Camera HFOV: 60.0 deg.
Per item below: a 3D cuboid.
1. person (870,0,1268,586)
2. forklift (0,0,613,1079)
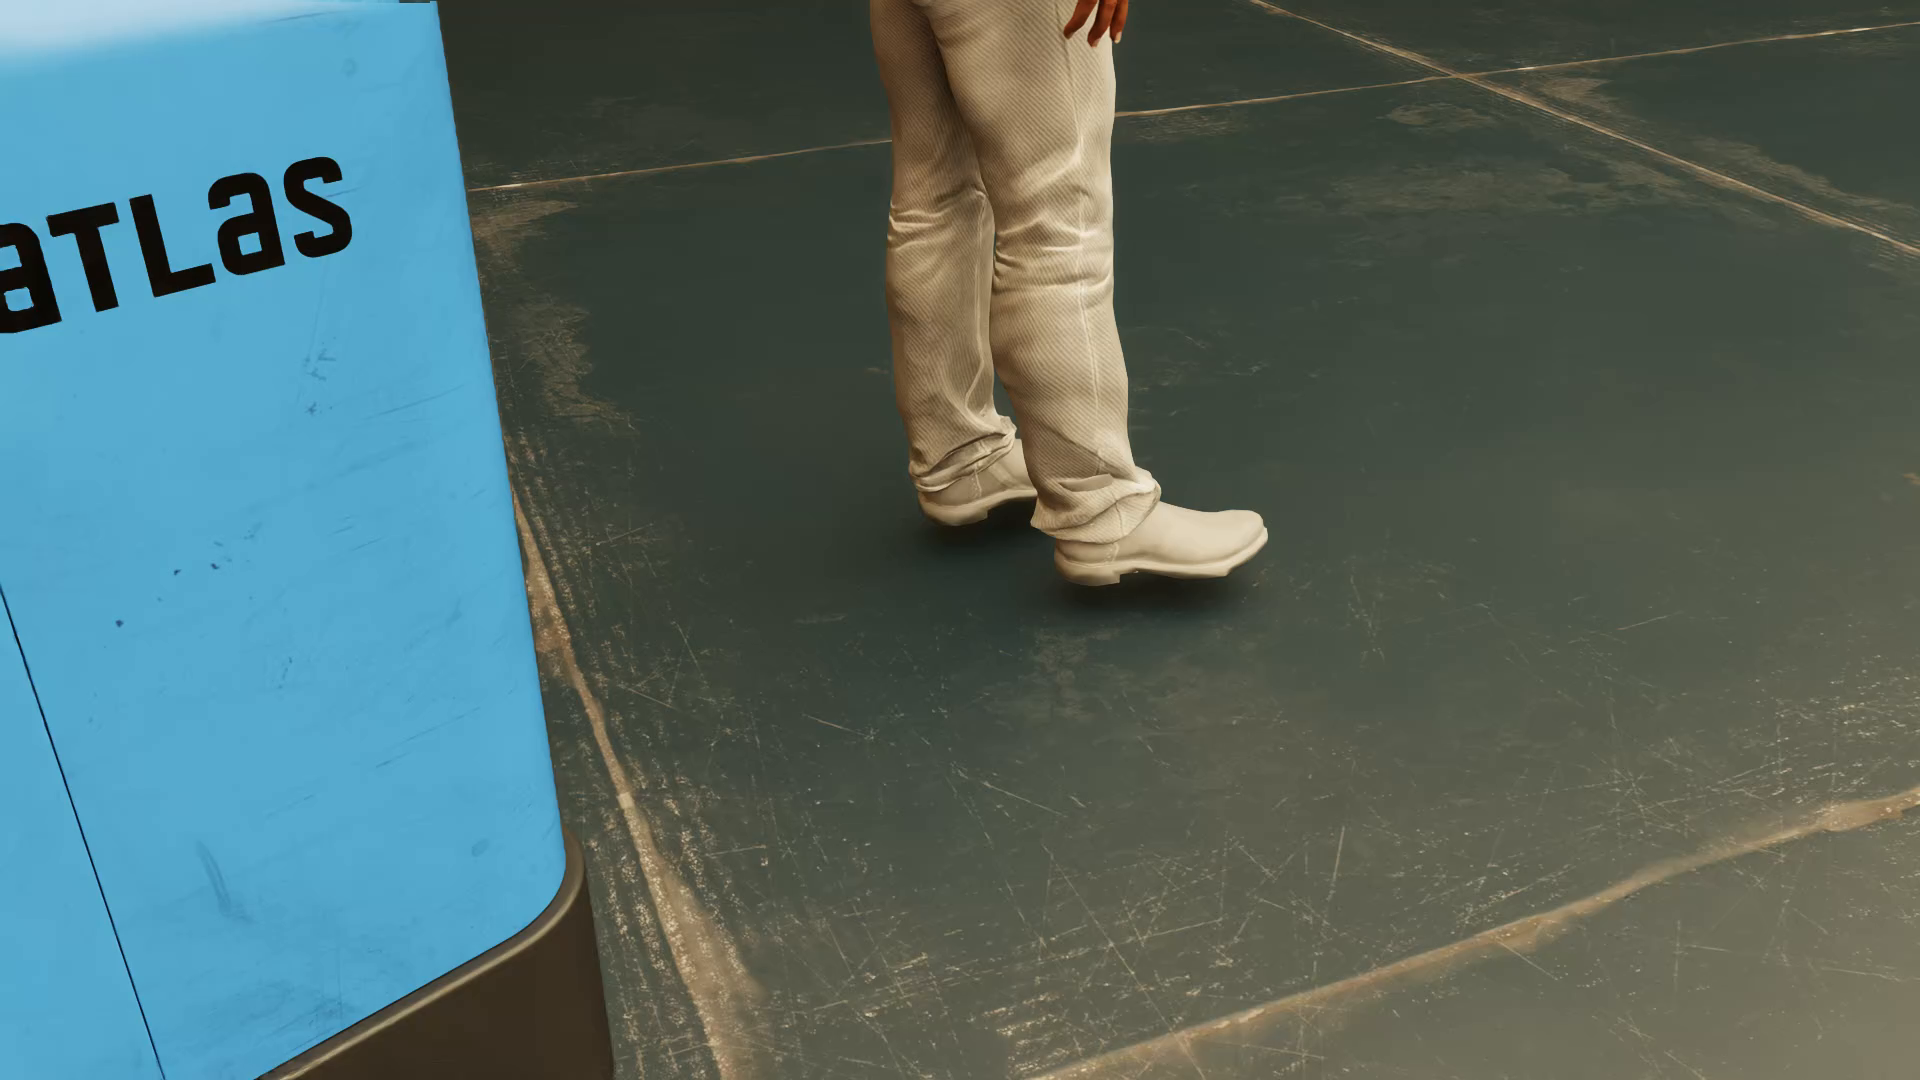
[{"bbox_3d":[0.066,-0.819,2.057,0.577,1.765,0.665,-11,32,-19],"label":"person"},{"bbox_3d":[-1.721,-0.384,0.213,3.031,2.935,1.130,-26,38,-37],"label":"forklift"}]
